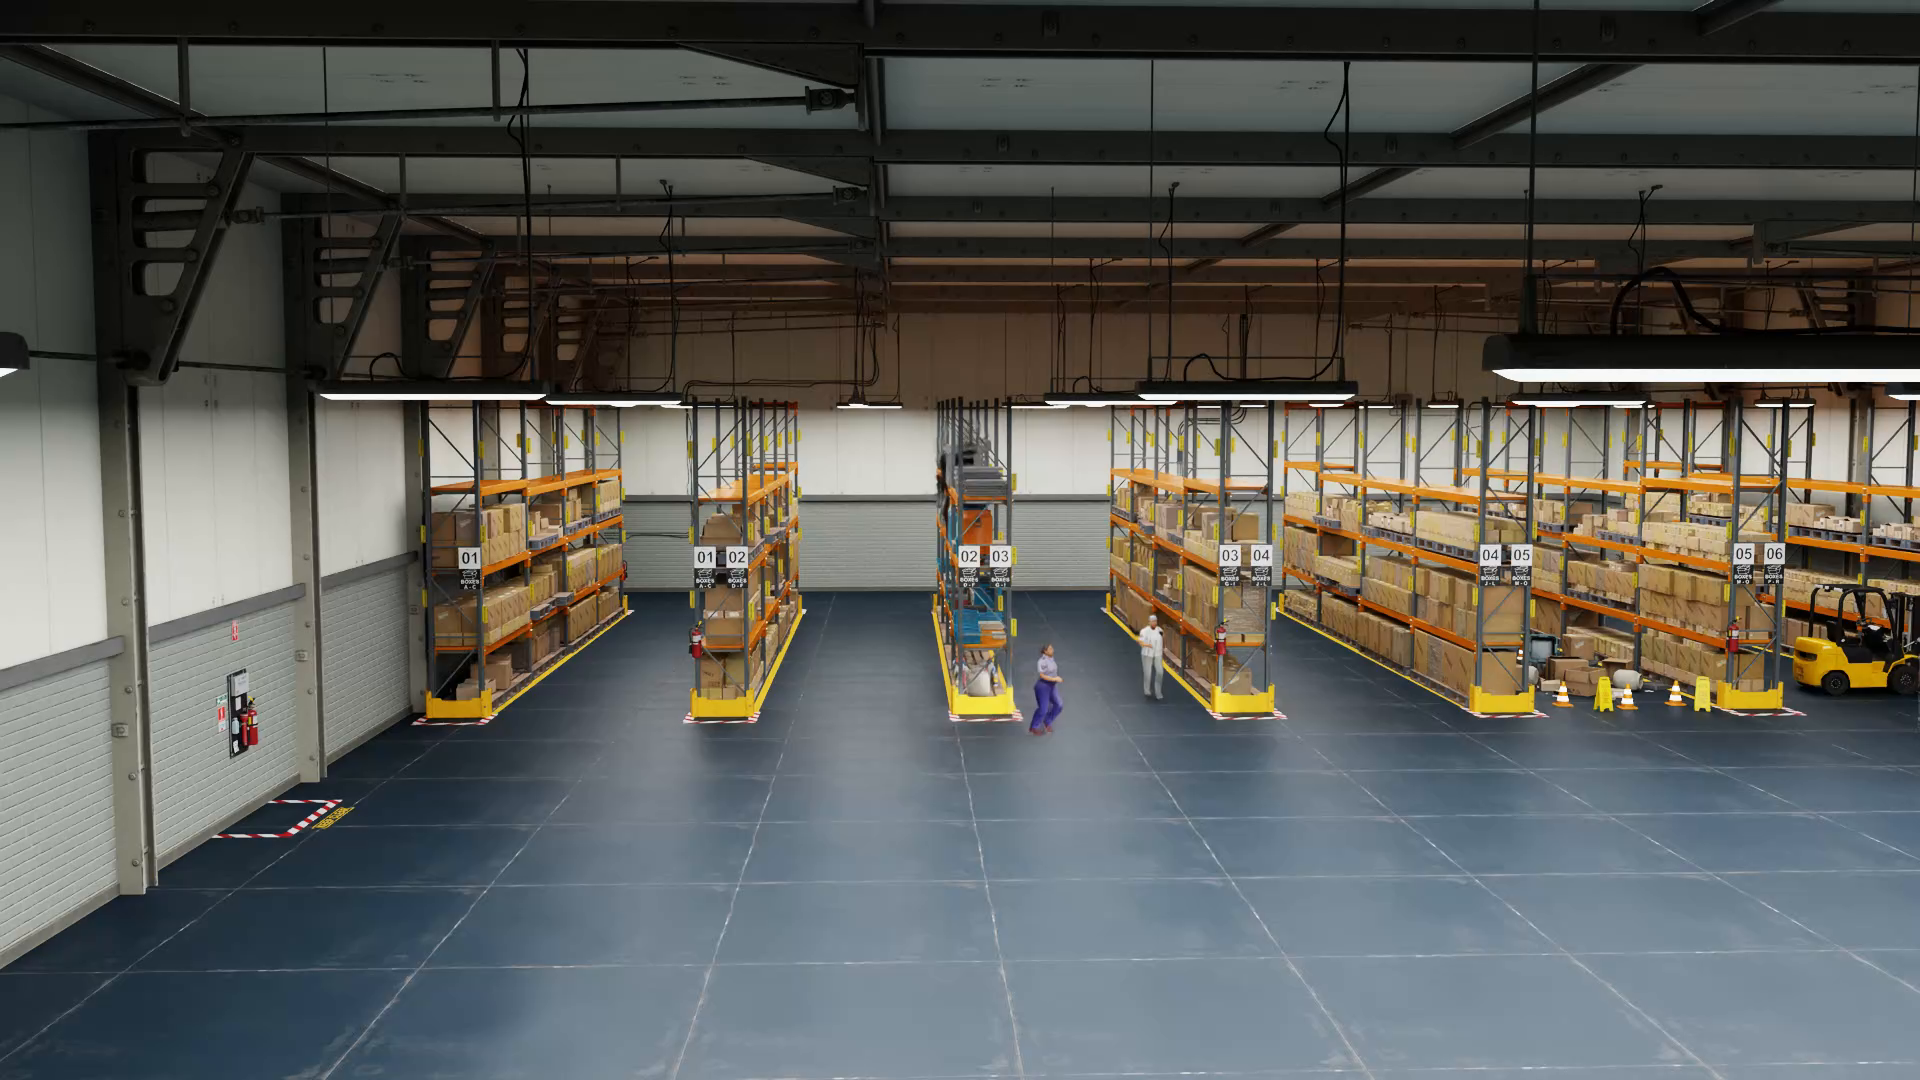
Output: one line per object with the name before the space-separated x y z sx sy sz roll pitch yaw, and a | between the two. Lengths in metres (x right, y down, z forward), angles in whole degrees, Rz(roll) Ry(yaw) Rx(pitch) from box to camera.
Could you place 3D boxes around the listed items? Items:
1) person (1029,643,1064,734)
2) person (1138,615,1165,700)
person | 1.560 2.649 29.432 0.671 1.668 0.627 2 5 29
person | 3.836 2.350 33.217 0.592 1.718 0.725 -1 4 -7
